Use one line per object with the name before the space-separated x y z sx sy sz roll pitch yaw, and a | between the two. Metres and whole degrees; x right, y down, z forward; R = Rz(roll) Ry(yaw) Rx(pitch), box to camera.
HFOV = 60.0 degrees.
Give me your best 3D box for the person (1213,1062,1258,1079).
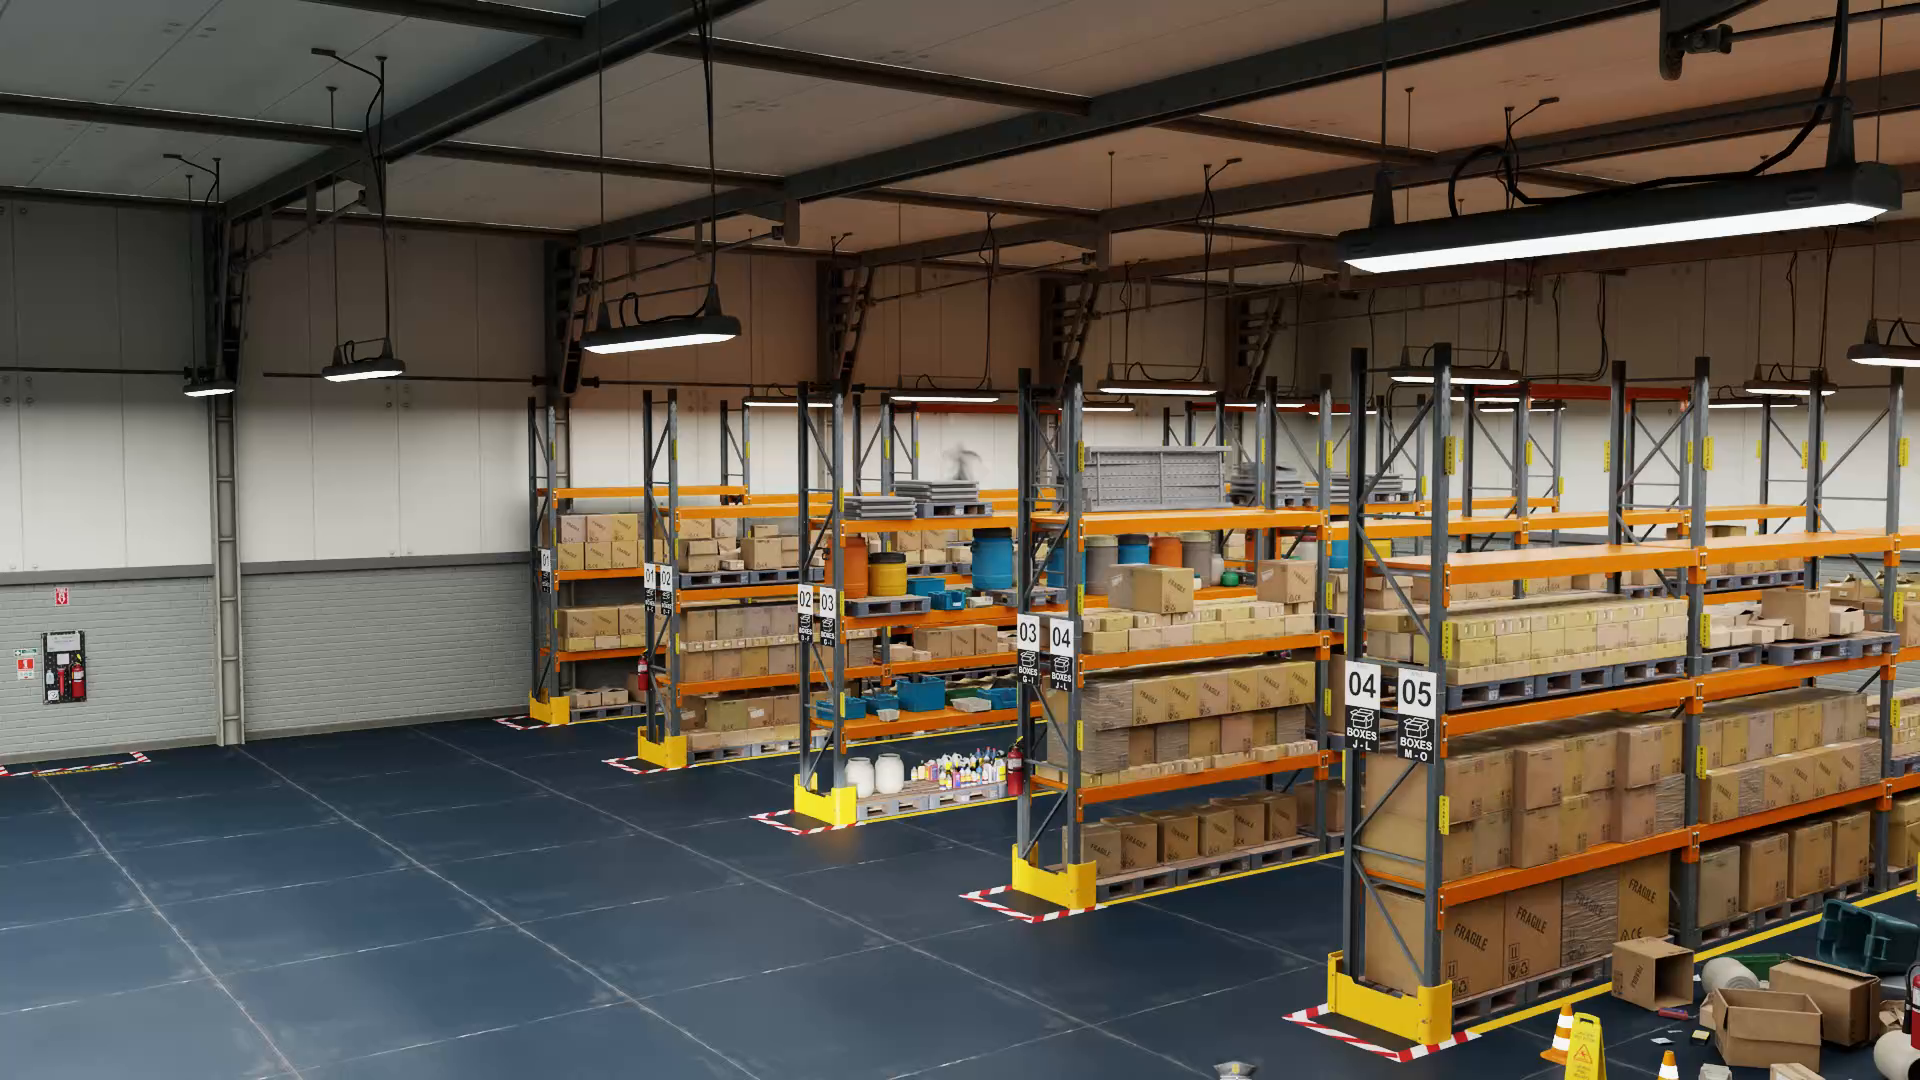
person | 1.560 3.754 9.375 0.613 1.712 0.923 1 3 10
